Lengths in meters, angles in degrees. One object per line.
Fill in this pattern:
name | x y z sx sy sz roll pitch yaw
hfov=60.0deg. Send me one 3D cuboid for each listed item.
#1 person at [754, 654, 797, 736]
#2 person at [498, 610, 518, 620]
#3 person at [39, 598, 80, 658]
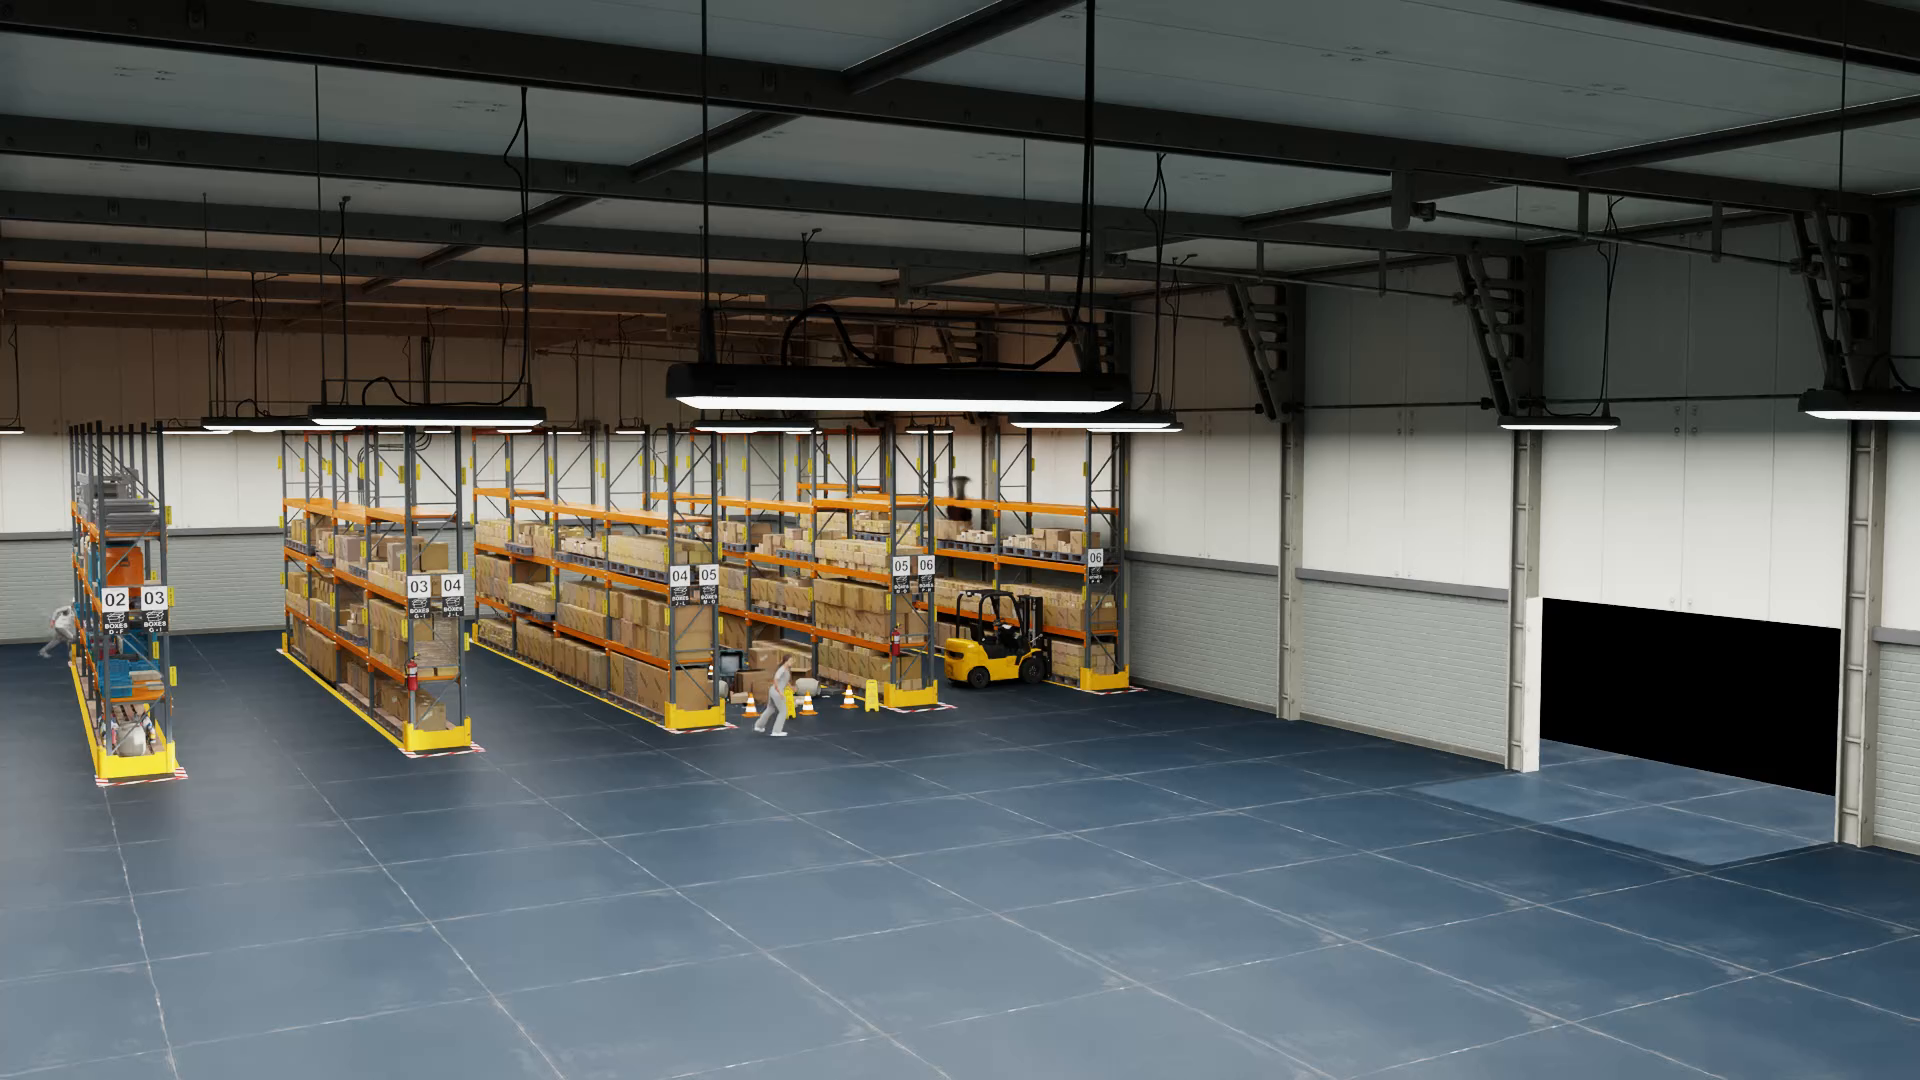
person | -3.541 2.967 31.911 0.840 1.582 0.620 0 4 -4
person | -13.081 1.886 48.027 1.040 1.732 0.632 -2 4 -34
person | -23.117 2.255 42.832 1.111 1.571 0.655 0 4 -3
